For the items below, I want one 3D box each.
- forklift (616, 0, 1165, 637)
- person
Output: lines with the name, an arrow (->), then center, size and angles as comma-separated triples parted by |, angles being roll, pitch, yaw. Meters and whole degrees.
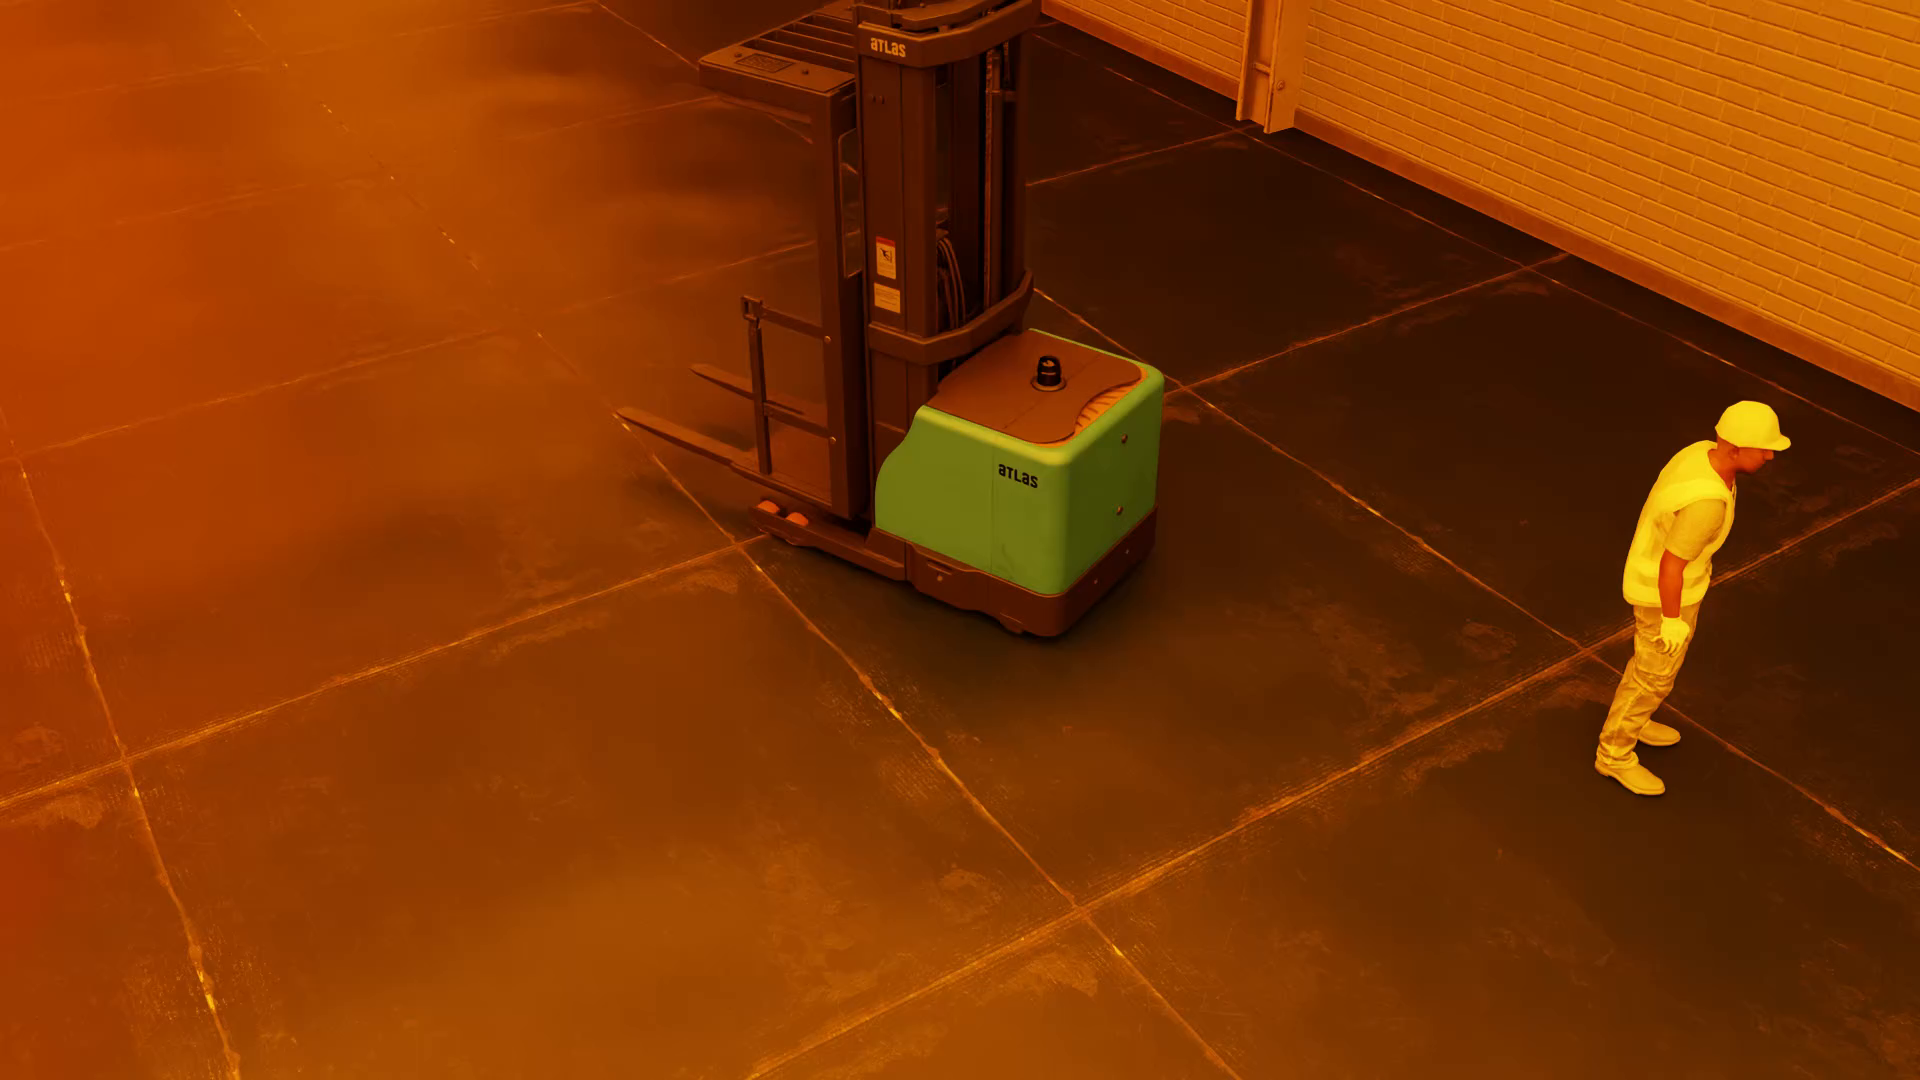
forklift -> -0.500, -1.399, 8.138 | 3.031, 2.935, 1.130 | 22, 41, 28
person -> 2.968, 0.206, 6.865 | 0.451, 1.772, 0.618 | 17, 38, 22
